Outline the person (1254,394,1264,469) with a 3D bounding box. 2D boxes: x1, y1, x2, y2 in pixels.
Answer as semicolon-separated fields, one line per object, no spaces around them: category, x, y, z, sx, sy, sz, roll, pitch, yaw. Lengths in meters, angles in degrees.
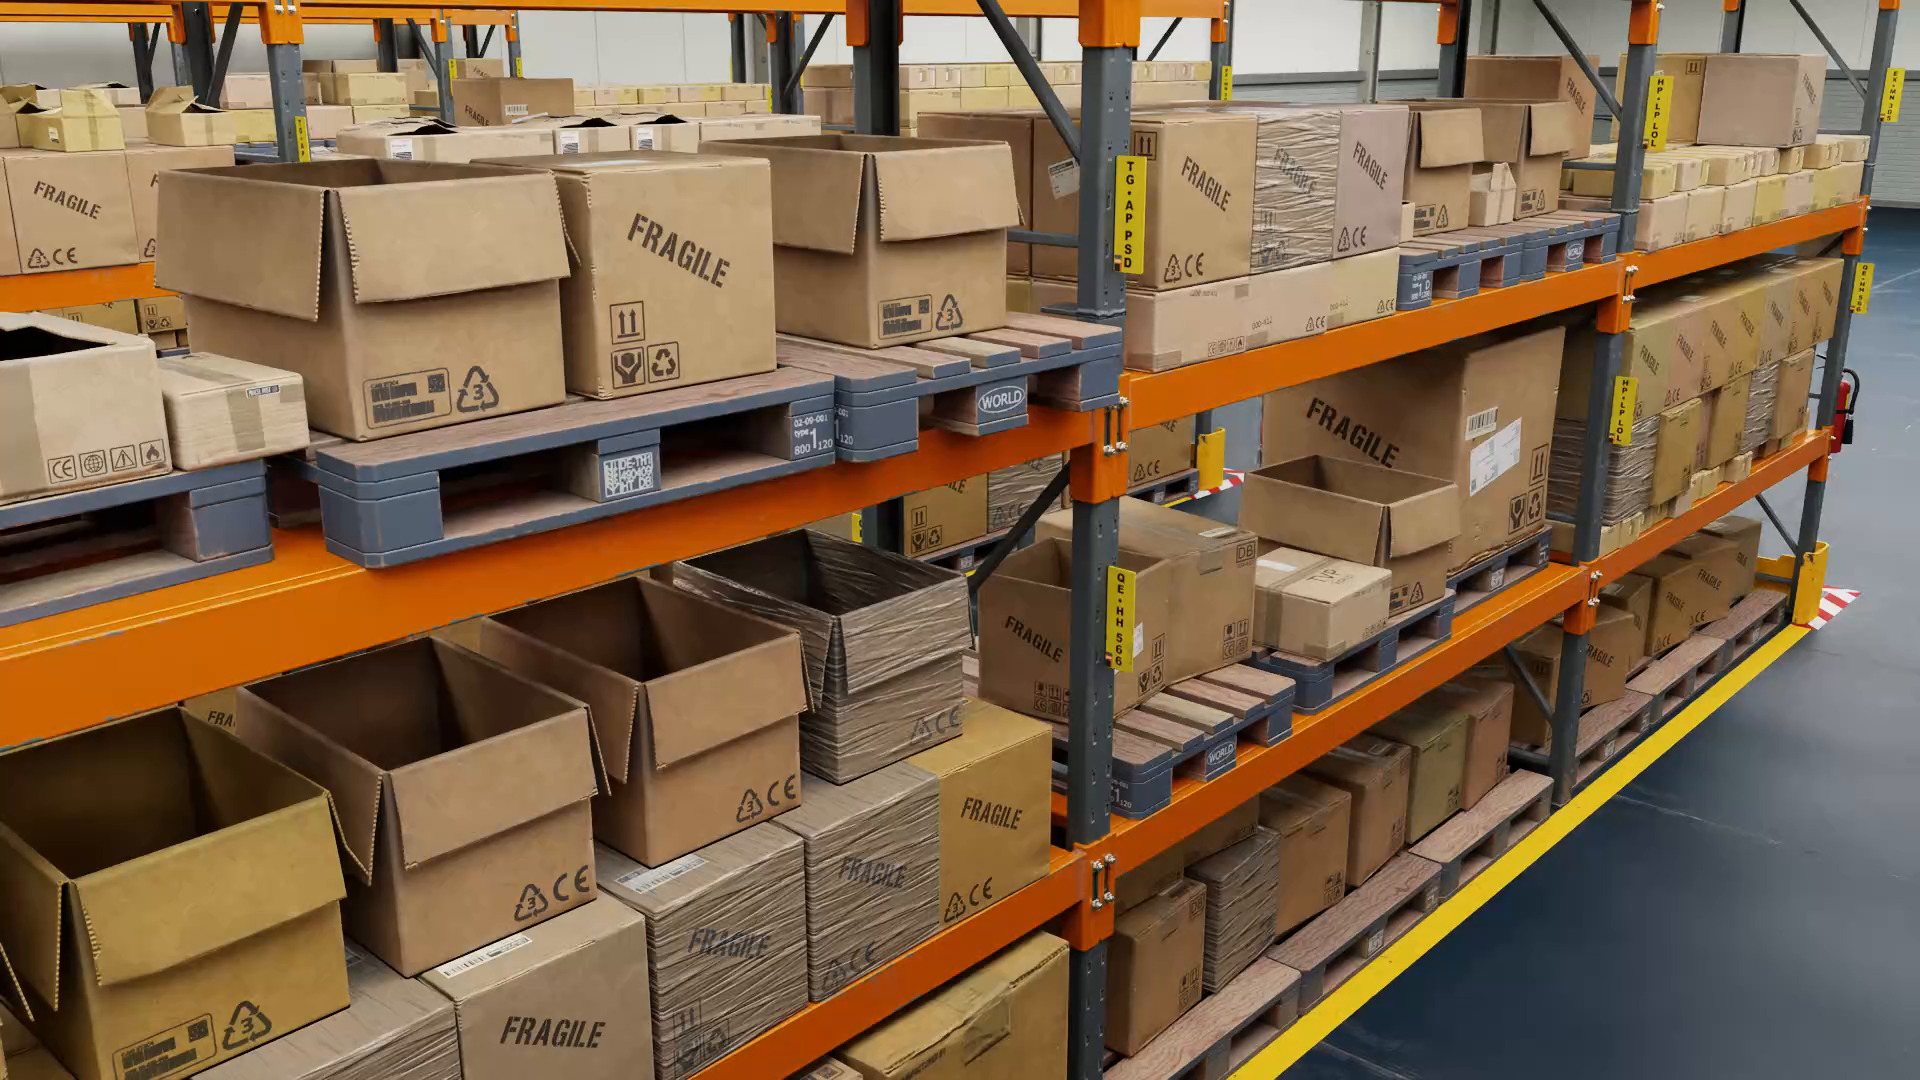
person;2.434;-0.597;11.991;0.515;1.843;0.588;-9;19;-28
